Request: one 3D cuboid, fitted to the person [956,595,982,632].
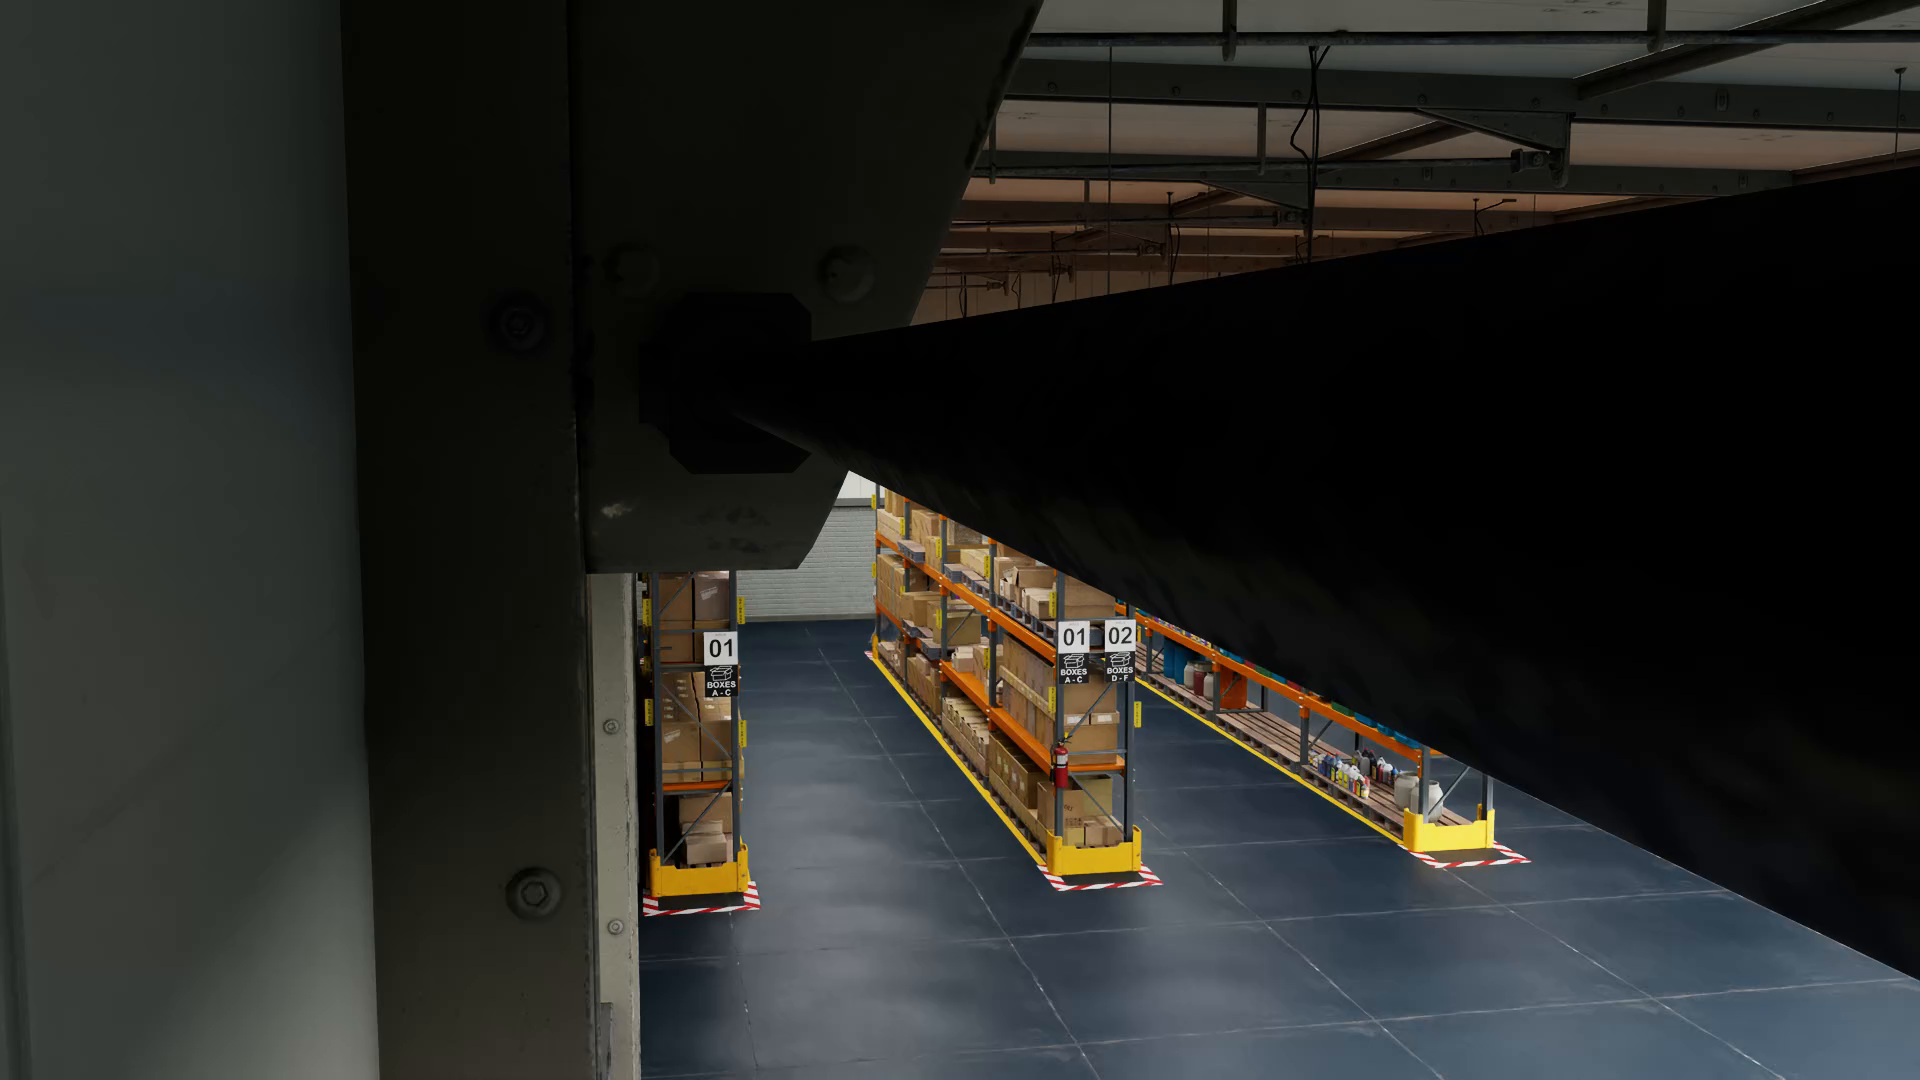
[{"bbox_3d":[0.230,1.682,37.370,0.625,1.762,0.770,3,7,26],"label":"person"}]

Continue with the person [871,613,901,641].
[{"bbox_3d":[-1.618,1.602,37.929,0.815,1.688,0.576,0,6,-4],"label":"person"}]
